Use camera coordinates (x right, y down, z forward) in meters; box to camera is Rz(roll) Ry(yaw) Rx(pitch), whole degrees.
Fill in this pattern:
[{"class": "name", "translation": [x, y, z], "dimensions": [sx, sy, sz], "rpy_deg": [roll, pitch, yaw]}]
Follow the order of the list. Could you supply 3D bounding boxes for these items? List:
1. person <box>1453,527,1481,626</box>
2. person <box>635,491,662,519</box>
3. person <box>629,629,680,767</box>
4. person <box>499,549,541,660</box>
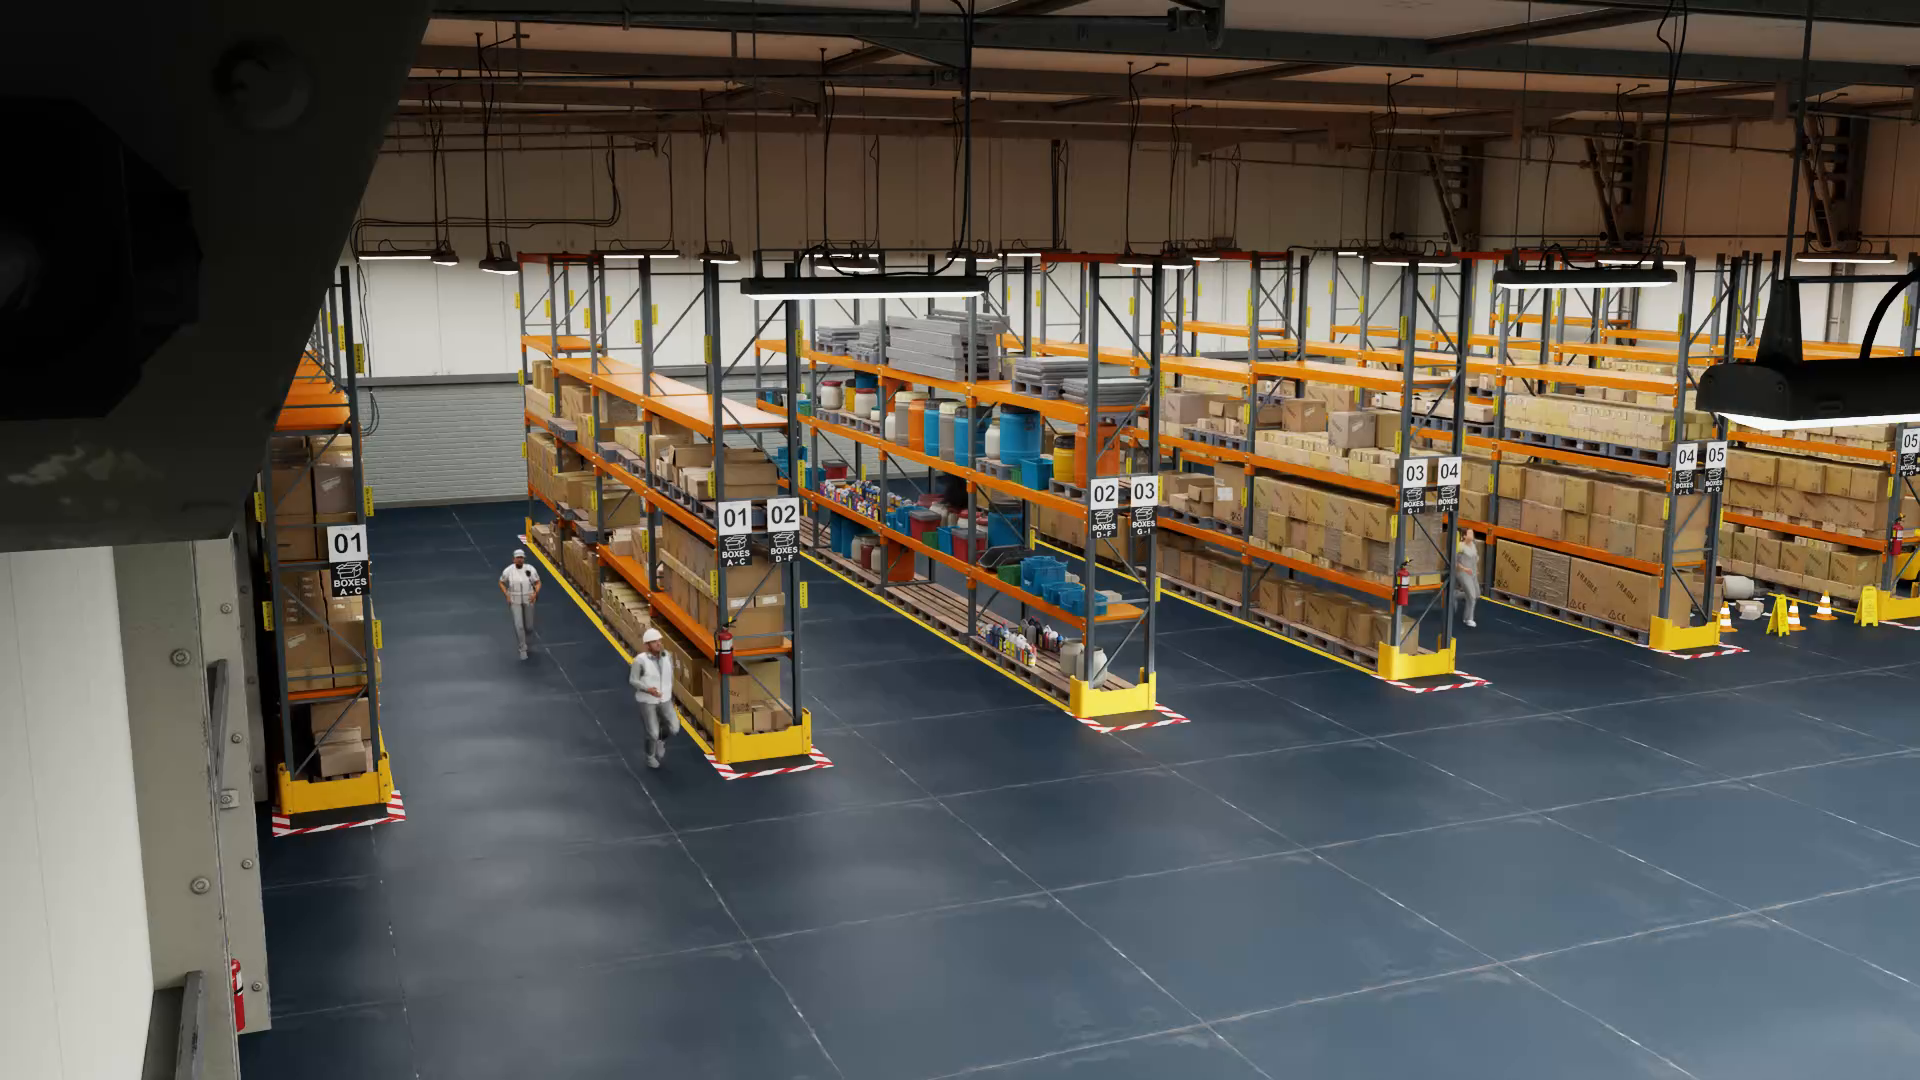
[{"class": "person", "translation": [8.308, 0.576, 27.439], "dimensions": [0.590, 1.627, 0.640], "rpy_deg": [-8, 13, -37]}, {"class": "person", "translation": [-6.407, -0.810, 34.493], "dimensions": [0.713, 1.805, 0.948], "rpy_deg": [-6, 12, -32]}, {"class": "person", "translation": [-3.624, 1.902, 19.910], "dimensions": [0.662, 1.724, 0.625], "rpy_deg": [-8, 13, -38]}, {"class": "person", "translation": [-6.695, 0.945, 25.365], "dimensions": [0.618, 1.648, 0.742], "rpy_deg": [-4, 11, -20]}]
